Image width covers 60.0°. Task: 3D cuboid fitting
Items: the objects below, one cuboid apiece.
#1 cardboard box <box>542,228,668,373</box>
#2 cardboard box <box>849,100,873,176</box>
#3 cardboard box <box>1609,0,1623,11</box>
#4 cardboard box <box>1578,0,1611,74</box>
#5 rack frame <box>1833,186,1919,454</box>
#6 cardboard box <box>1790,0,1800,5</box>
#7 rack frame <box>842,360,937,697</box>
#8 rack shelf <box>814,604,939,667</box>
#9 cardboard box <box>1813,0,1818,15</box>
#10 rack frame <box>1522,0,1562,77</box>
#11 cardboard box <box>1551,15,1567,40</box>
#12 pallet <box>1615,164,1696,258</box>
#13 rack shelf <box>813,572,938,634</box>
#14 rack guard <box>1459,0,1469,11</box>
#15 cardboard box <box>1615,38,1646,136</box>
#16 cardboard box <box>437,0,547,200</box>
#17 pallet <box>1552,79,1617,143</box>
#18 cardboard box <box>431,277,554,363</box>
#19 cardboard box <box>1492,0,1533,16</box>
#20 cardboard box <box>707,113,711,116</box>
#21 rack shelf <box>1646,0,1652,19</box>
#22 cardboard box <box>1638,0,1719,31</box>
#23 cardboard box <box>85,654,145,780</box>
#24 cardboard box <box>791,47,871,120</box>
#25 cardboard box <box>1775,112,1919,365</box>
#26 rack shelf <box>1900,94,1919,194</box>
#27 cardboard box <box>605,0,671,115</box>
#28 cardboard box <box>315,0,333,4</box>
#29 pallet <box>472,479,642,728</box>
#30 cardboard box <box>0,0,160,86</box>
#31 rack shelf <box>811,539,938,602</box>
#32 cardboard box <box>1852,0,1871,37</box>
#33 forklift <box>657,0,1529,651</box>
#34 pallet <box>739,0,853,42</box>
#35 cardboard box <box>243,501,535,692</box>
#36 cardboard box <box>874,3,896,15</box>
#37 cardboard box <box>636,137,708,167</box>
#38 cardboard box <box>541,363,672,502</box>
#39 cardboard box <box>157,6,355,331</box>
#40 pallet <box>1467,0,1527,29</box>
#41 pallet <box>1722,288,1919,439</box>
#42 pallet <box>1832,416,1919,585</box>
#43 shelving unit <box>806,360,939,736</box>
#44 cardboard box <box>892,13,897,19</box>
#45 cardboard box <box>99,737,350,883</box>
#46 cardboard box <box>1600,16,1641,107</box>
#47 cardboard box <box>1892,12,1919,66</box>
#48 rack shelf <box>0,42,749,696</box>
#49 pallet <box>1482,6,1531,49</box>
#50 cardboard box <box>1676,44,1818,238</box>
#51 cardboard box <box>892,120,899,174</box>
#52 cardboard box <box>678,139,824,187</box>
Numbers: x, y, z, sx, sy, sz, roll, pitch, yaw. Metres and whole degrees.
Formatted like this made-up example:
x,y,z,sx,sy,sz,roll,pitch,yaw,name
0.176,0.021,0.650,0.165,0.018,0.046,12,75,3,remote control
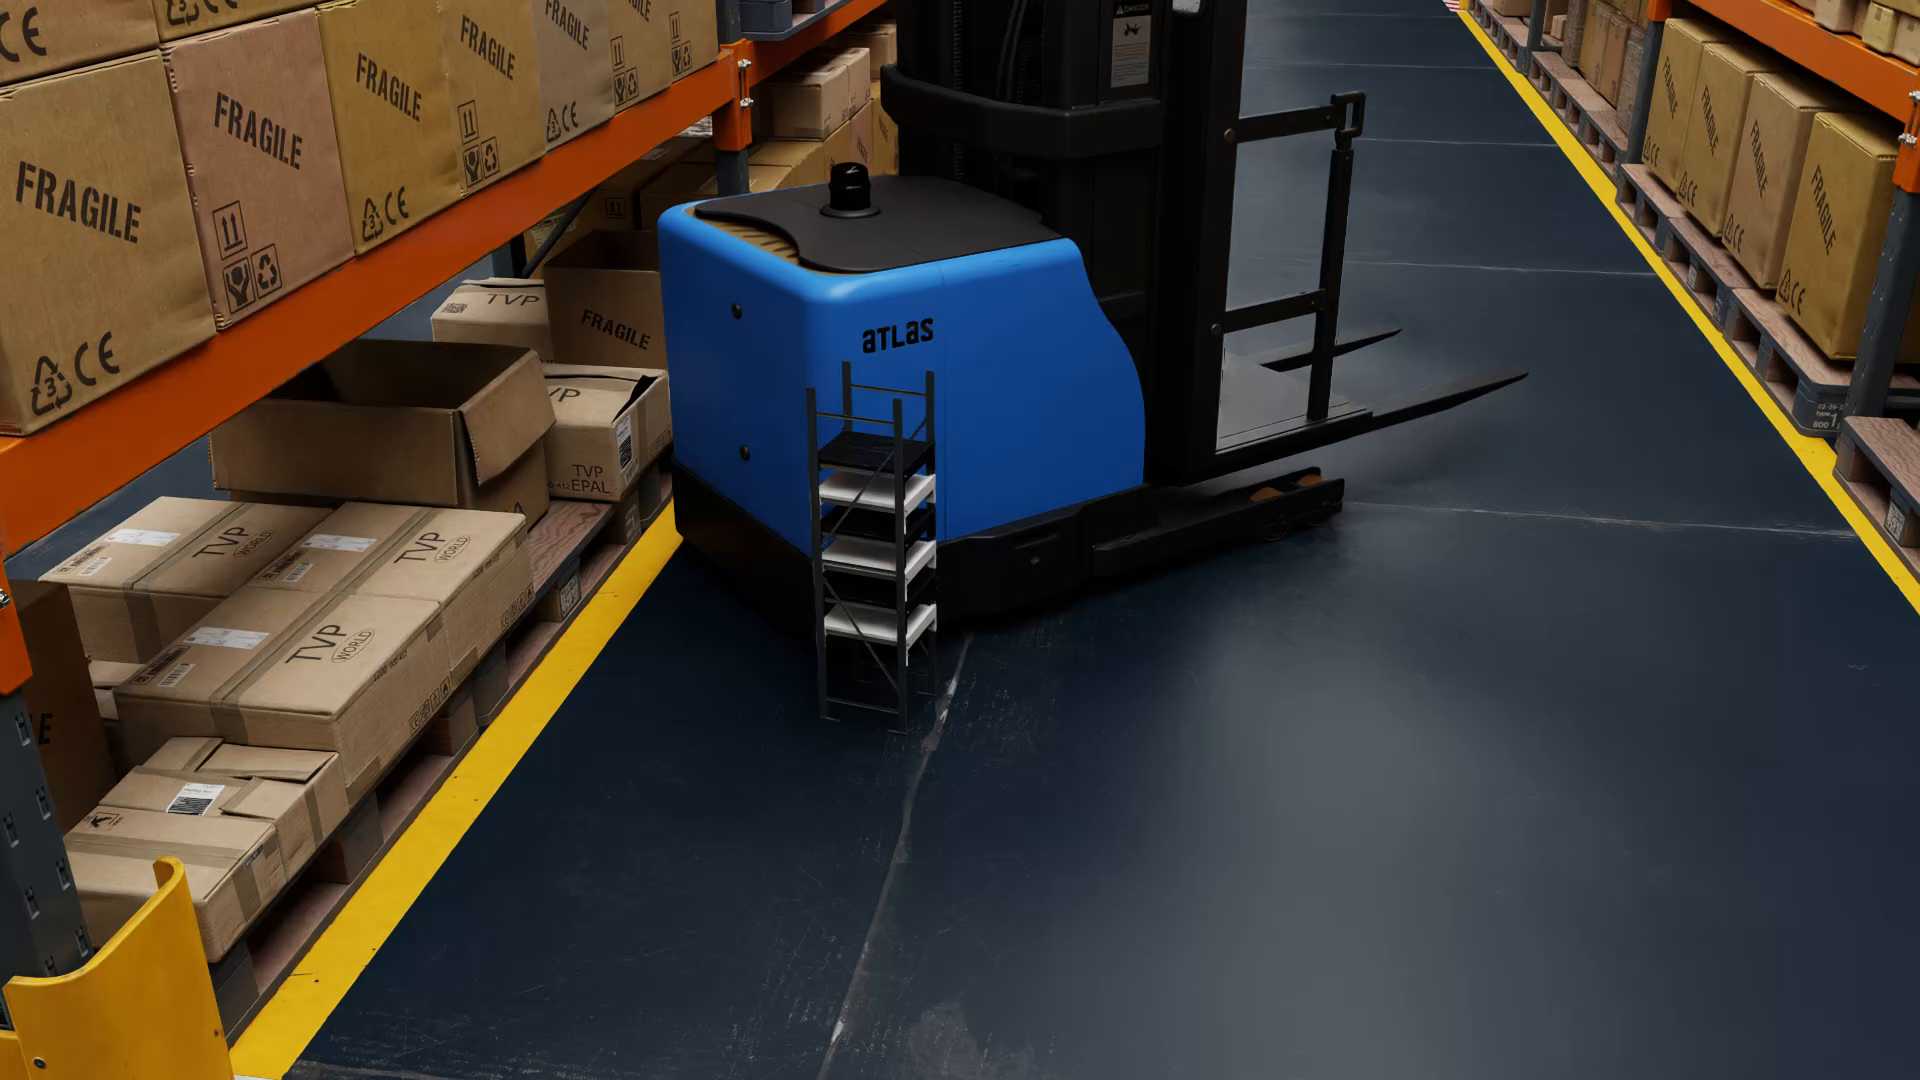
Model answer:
x,y,z,sx,sy,sz,roll,pitch,yaw,name
-1.098,-0.772,5.790,0.500,0.500,0.500,4,25,9,cardboard box
-0.717,-1.859,8.113,0.500,0.500,0.500,3,25,7,cardboard box
4.656,-3.662,11.081,0.500,0.250,0.500,3,25,7,cardboard box
4.771,-3.505,11.630,0.700,0.500,0.500,4,25,7,cardboard box
3.603,-1.621,5.174,1.000,3.000,0.127,4,25,9,rack frame
3.684,-2.316,6.932,0.380,0.149,0.250,5,26,10,cardboard box
-0.175,-0.013,4.217,0.240,0.900,0.006,9,27,18,rack frame
-0.211,0.220,4.221,0.258,0.077,0.200,9,27,18,rack shelf
3.574,-2.102,6.475,0.380,0.149,0.250,4,25,9,cardboard box
4.910,-4.967,12.323,1.000,3.000,0.127,4,25,9,rack frame
4.968,-4.109,13.312,0.380,0.166,0.250,1,25,2,cardboard box
4.053,-1.706,8.646,1.003,0.211,1.213,4,25,9,pallet
-0.211,0.139,4.183,0.258,0.077,0.200,9,27,18,rack shelf
5.552,-5.476,16.359,1.175,0.500,0.348,4,25,9,rack guard
4.323,-2.666,9.836,0.700,0.500,0.500,4,25,9,cardboard box
-1.359,-1.137,4.023,0.500,0.500,0.500,4,25,9,cardboard box
4.587,-2.866,11.125,1.003,0.211,1.213,4,25,9,pallet
-1.567,-0.783,6.038,0.500,0.311,0.500,4,25,9,cardboard box
5.100,-4.882,14.571,0.700,0.500,0.500,2,25,5,cardboard box
-1.235,-1.885,8.168,0.500,0.500,0.500,3,25,7,cardboard box
4.583,-3.804,10.688,1.077,0.370,4.000,4,25,9,rack shelf
4.478,-3.239,10.177,0.500,0.250,0.500,4,25,10,cardboard box
-1.938,0.387,3.709,0.380,0.166,0.250,4,25,9,cardboard box
-0.721,-2.183,7.920,0.500,0.250,0.500,4,25,8,cardboard box
3.581,-1.118,6.141,0.750,0.750,0.750,4,25,9,cardboard box
3.276,-0.459,3.540,1.077,0.370,4.000,4,25,9,rack shelf
-1.196,-1.565,4.938,0.500,0.500,0.500,5,25,10,cardboard box
-1.441,-1.383,3.369,0.500,0.500,0.500,4,25,9,cardboard box
-1.595,0.099,4.789,1.003,0.211,1.213,4,25,9,pallet
-1.606,-0.955,2.455,0.500,0.500,0.500,5,26,10,cardboard box
-0.211,0.057,4.145,0.258,0.077,0.200,9,27,18,rack shelf
3.483,-1.889,6.021,0.380,0.149,0.250,5,26,10,cardboard box
0.624,-1.493,4.983,3.031,2.935,1.130,-16,29,-30,forklift
-1.047,-2.202,6.643,1.003,0.211,1.213,4,25,9,pallet
-1.406,0.131,4.157,0.500,0.250,0.500,4,25,9,cardboard box
-0.625,-3.499,11.274,0.500,0.311,0.500,4,25,8,cardboard box
-1.398,-1.462,7.265,0.500,0.500,0.500,4,25,9,cardboard box
-1.221,-0.372,5.160,0.500,0.311,0.500,4,25,9,cardboard box
-1.527,-0.718,3.128,0.500,0.500,0.500,4,25,8,cardboard box
5.384,-5.008,15.699,1.003,0.211,1.213,4,25,9,pallet
3.655,-0.686,6.466,1.003,0.211,1.213,4,25,9,pallet
3.401,-0.045,5.098,1.003,0.211,1.213,4,25,9,pallet
-0.211,0.027,4.131,0.258,0.900,0.210,9,27,18,shelving unit
-0.178,-3.253,10.749,0.500,0.311,0.500,3,25,7,cardboard box
-1.490,0.539,3.384,0.380,0.166,0.250,4,25,9,cardboard box
4.575,-3.083,10.727,0.700,0.500,0.500,4,25,8,cardboard box
3.379,-1.677,5.567,0.380,0.149,0.250,4,25,9,cardboard box
-1.612,-0.800,4.270,1.077,0.370,4.000,4,25,9,rack shelf
5.182,-4.499,14.612,1.003,0.211,1.213,4,25,9,pallet
3.857,-1.846,7.696,0.750,0.750,0.750,4,25,8,cardboard box
-0.552,-2.295,9.045,0.500,0.500,0.500,5,26,11,cardboard box
-0.889,-1.439,7.215,0.500,0.500,0.500,4,25,9,cardboard box
